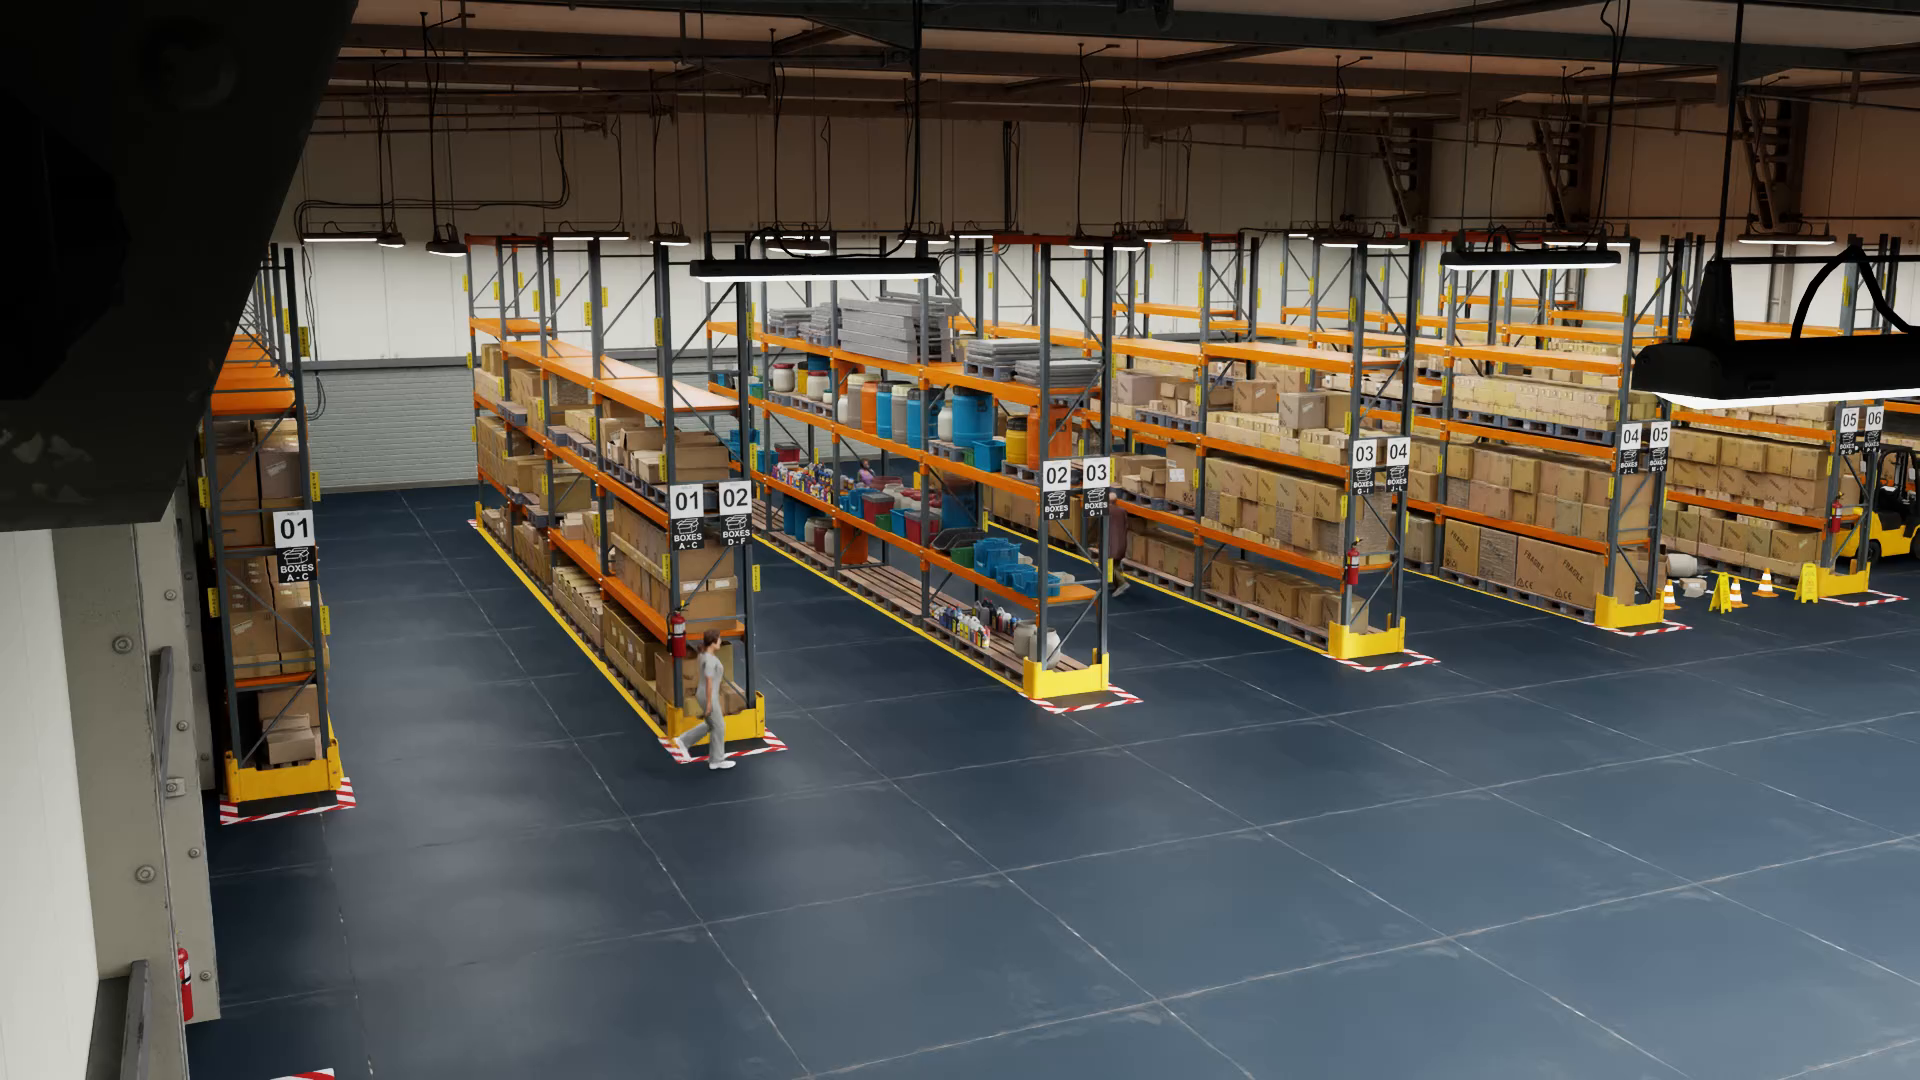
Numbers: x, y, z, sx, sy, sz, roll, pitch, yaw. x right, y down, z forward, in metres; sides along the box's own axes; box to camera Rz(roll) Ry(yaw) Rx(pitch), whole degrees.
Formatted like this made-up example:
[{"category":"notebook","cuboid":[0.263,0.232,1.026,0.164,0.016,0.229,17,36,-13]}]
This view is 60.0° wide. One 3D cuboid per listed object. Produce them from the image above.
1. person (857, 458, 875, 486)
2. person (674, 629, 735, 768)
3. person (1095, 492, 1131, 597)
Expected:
[{"category":"person","cuboid":[-1.866,-0.904,33.647,0.452,1.539,0.939,-8,13,-34]},{"category":"person","cuboid":[-2.949,1.832,19.251,0.657,1.653,0.456,-1,11,-5]},{"category":"person","cuboid":[2.697,0.077,28.210,0.652,1.736,0.702,-10,15,-42]}]
